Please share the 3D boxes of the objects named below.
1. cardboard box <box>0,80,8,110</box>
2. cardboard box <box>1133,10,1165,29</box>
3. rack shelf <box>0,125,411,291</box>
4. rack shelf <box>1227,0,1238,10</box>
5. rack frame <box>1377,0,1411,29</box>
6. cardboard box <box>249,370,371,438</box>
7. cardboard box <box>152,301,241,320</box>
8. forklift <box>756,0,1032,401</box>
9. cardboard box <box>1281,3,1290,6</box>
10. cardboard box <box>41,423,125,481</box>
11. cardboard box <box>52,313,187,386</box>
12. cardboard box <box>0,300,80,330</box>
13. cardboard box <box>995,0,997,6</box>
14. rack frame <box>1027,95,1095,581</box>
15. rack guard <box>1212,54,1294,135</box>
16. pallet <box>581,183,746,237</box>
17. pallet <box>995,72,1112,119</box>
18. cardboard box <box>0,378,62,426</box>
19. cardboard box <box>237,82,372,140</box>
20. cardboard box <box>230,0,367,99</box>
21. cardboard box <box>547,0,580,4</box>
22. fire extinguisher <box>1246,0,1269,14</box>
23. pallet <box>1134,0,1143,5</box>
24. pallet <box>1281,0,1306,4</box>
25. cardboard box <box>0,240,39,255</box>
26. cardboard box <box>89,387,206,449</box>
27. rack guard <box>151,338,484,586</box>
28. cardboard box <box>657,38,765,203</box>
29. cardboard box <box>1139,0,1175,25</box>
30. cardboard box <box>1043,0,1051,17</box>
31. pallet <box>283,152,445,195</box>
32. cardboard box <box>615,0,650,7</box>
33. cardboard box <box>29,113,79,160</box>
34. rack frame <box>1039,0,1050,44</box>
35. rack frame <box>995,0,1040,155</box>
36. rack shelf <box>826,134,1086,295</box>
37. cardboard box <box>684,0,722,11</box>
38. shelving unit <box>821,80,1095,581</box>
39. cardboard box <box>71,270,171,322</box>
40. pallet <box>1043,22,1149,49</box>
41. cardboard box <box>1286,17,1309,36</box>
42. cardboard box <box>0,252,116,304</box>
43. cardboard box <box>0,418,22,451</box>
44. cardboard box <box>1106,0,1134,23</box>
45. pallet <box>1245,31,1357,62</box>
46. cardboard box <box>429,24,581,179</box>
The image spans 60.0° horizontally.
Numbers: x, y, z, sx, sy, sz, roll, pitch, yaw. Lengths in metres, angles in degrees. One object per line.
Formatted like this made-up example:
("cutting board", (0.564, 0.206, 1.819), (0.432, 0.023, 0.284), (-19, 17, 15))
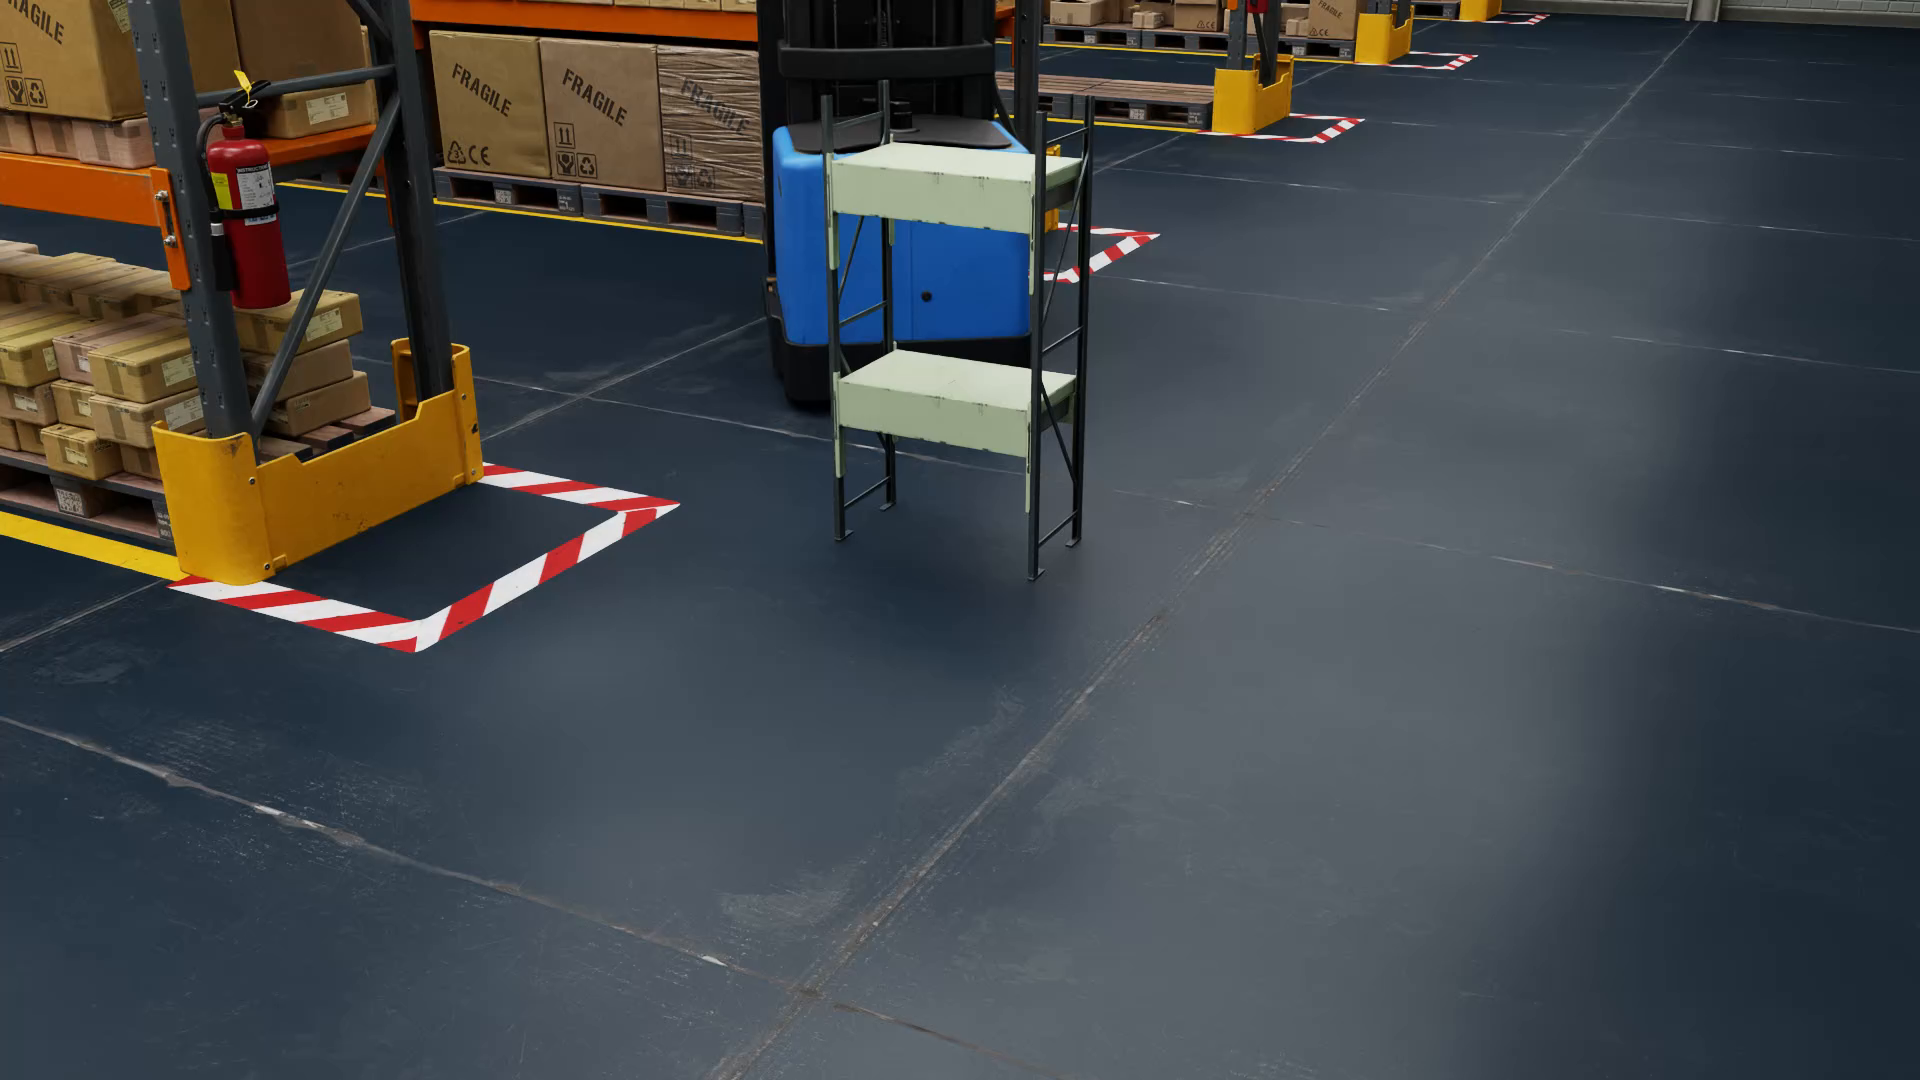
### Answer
("cardboard box", (-3.109, -1.708, 5.426), (0.500, 0.500, 0.500), (11, 25, 24))
("cardboard box", (2.150, -5.923, 18.903), (0.250, 0.166, 0.380), (11, 25, 25))
("rack shelf", (-3.920, -1.465, 6.282), (4.000, 0.370, 1.077), (11, 25, 25))
("rack shelf", (0.643, -4.910, 14.381), (4.000, 0.370, 1.077), (11, 25, 25))
("rack frame", (4.666, -6.617, 17.476), (0.127, 3.000, 1.000), (11, 25, 25))
("cardboard box", (-2.458, -0.529, 6.267), (0.250, 0.149, 0.380), (12, 26, 26))
("cardboard box", (-2.749, -0.816, 6.182), (0.250, 0.149, 0.380), (12, 26, 25))
("forklift", (-0.419, -2.471, 7.814), (1.130, 2.935, 3.031), (-3, 23, -8))
("cardboard box", (3.417, -5.926, 18.802), (0.500, 0.250, 0.500), (11, 25, 25))
("cardboard box", (-2.974, -0.355, 5.858), (0.250, 0.149, 0.380), (12, 26, 26))
("cardboard box", (-2.920, -0.668, 5.833), (0.250, 0.149, 0.380), (12, 26, 26))
("cardboard box", (-3.411, -0.737, 5.996), (0.250, 0.149, 0.380), (10, 25, 22))
("cardboard box", (0.025, -3.220, 9.810), (0.250, 0.149, 0.380), (12, 26, 25))
("rack frame", (0.321, -0.627, 5.307), (0.023, 1.500, 0.400), (11, 25, 25))
("rack guard", (2.455, -3.738, 13.900), (0.348, 0.500, 1.175), (11, 25, 25))
("pallet", (-1.640, -2.204, 10.663), (1.213, 0.211, 1.003), (11, 25, 25))
("pallet", (0.625, -3.979, 14.838), (1.213, 0.211, 1.003), (11, 25, 25))
("cardboard box", (-3.199, -0.546, 5.928), (0.250, 0.149, 0.380), (10, 25, 22))
("cardboard box", (-2.276, -1.499, 5.764), (0.250, 0.149, 0.380), (11, 25, 24))
("cardboard box", (-2.411, -1.802, 5.646), (0.500, 0.500, 0.500), (13, 26, 27))
("cardboard box", (-2.329, -3.396, 10.225), (0.250, 0.149, 0.380), (11, 25, 24))
("fire extinguisher", (2.358, -4.495, 13.062), (0.183, 0.674, 0.296), (11, 25, 25))
("pallet", (2.606, -7.881, 24.011), (1.213, 0.211, 1.003), (11, 25, 25))
("pallet", (5.065, -7.394, 22.867), (1.213, 0.211, 1.003), (11, 25, 25))
("cardboard box", (-4.072, -1.128, 6.916), (0.250, 0.149, 0.380), (10, 25, 23))
("cardboard box", (-2.735, -0.455, 5.713), (0.250, 0.149, 0.380), (10, 25, 23))
("rack guard", (-2.203, -0.306, 5.832), (0.348, 0.500, 1.175), (11, 25, 25))
("cardboard box", (-1.226, -2.619, 10.254), (0.875, 0.875, 0.875), (11, 25, 25))
("cardboard box", (2.402, -6.154, 19.262), (0.500, 0.311, 0.500), (11, 25, 25))
("cardboard box", (0.775, -6.546, 19.941), (0.500, 0.500, 0.500), (10, 25, 22))
("pallet", (-4.099, -2.691, 11.807), (1.213, 0.211, 1.003), (11, 25, 25))
("cardboard box", (-1.871, -3.305, 10.010), (0.250, 0.149, 0.380), (10, 25, 23))
("cardboard box", (-2.758, -1.344, 5.397), (0.250, 0.149, 0.380), (11, 25, 24))
("rack frame", (1.097, -7.323, 19.137), (0.127, 3.000, 1.000), (11, 25, 25))
("rack frame", (0.193, -3.158, 9.342), (0.127, 3.000, 1.000), (11, 25, 25))
("rack shelf", (-0.006, -1.050, 5.307), (0.720, 0.370, 0.431), (11, 25, 25))
("cardboard box", (-1.417, -3.215, 9.799), (0.250, 0.149, 0.380), (11, 26, 25))
("shelving unit", (-0.006, -0.691, 5.459), (0.755, 1.500, 0.431), (11, 25, 25))
("cardboard box", (-3.175, -0.920, 6.427), (0.250, 0.149, 0.380), (10, 25, 22))
("pallet", (1.709, -5.918, 19.397), (1.213, 0.211, 1.003), (11, 25, 25))
("cardboard box", (3.749, -5.628, 18.210), (0.250, 0.166, 0.380), (11, 25, 25))
("cardboard box", (-3.633, -1.035, 6.697), (0.250, 0.149, 0.380), (12, 26, 25))
("cardboard box", (-3.397, -0.471, 6.130), (0.250, 0.149, 0.380), (11, 26, 25))
("cardboard box", (1.733, -6.374, 19.537), (0.500, 0.500, 0.500), (11, 25, 25))
("pallet", (3.887, -5.487, 18.384), (1.213, 0.211, 1.003), (11, 25, 25))
("cardboard box", (-2.824, -2.935, 10.997), (0.875, 0.875, 0.875), (11, 25, 25))
